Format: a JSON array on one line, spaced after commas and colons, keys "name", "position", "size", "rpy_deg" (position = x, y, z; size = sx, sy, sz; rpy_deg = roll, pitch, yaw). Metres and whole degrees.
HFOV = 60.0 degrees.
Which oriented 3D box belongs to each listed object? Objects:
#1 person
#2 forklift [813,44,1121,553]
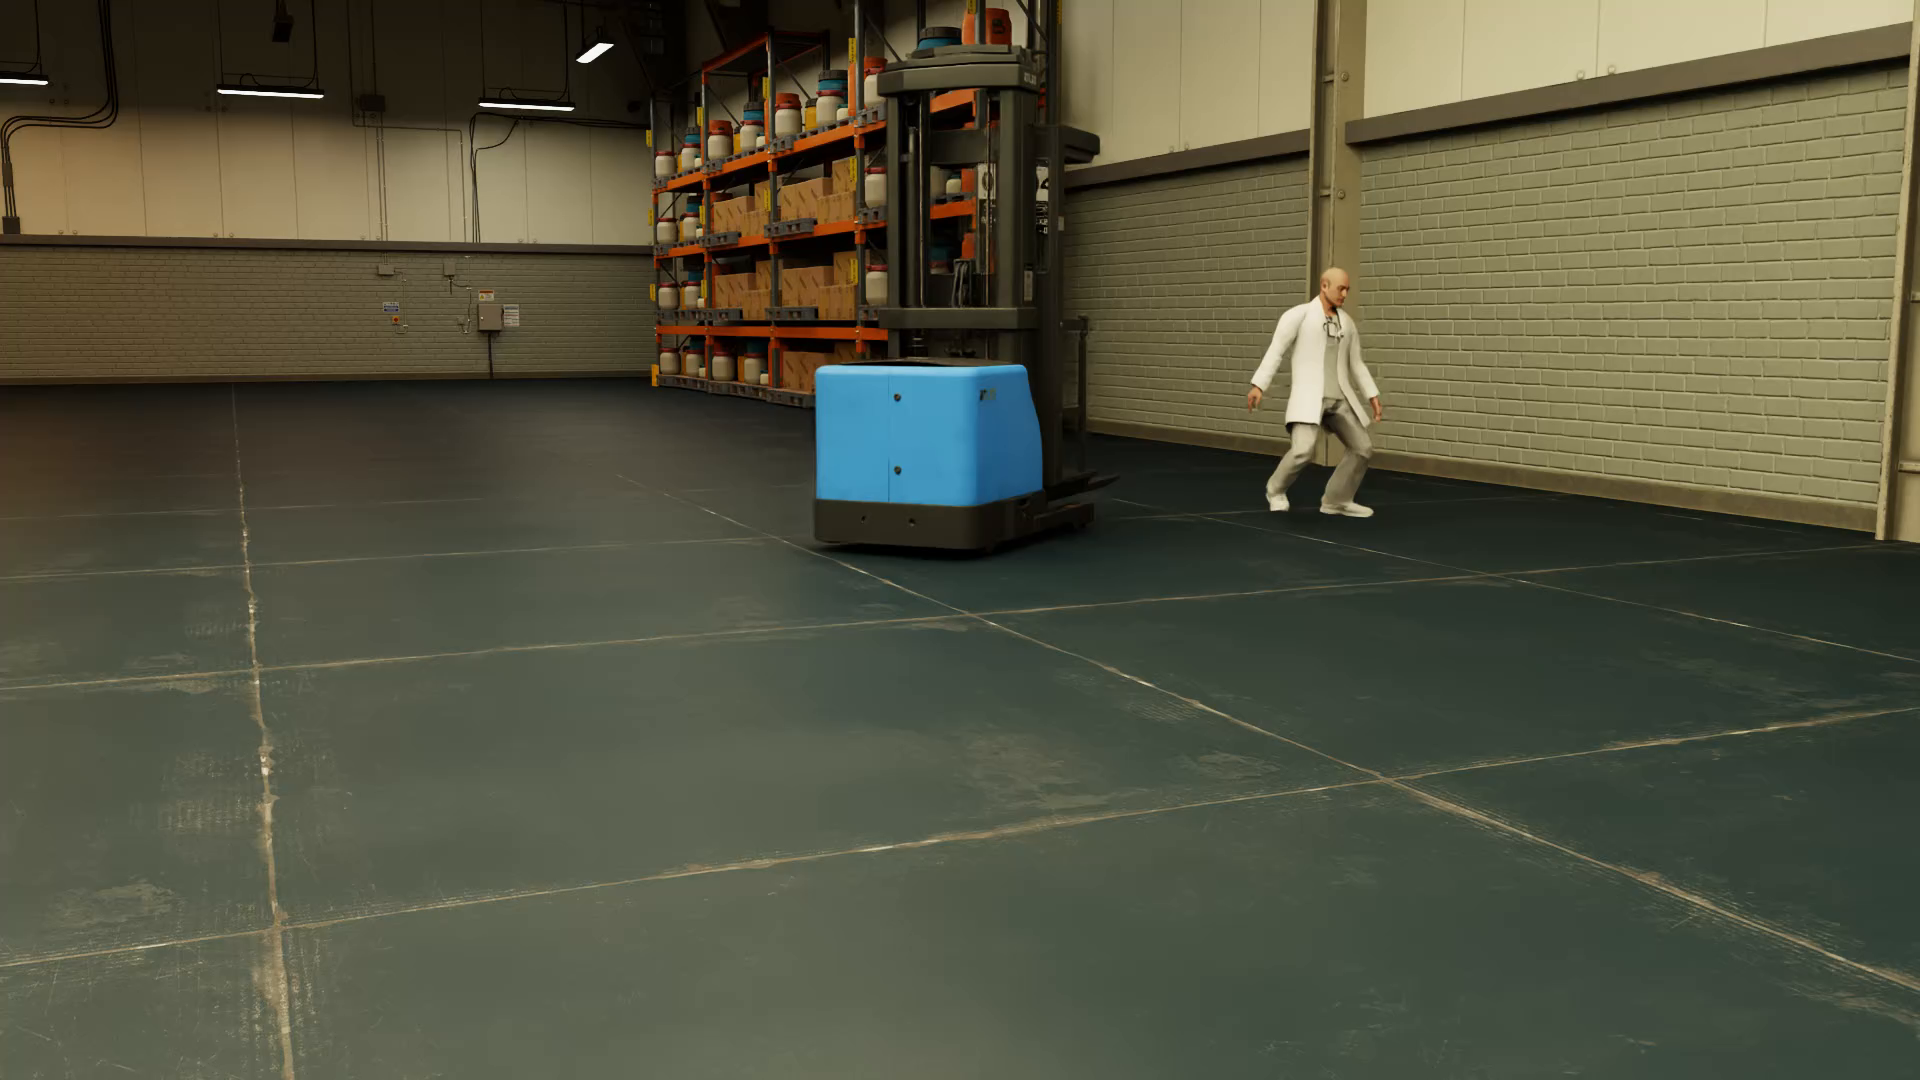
[{"name": "person", "position": [2.396, -0.977, 11.172], "size": [0.942, 1.684, 0.572], "rpy_deg": [-2, 8, -18]}, {"name": "forklift", "position": [0.224, -1.533, 10.567], "size": [1.130, 2.935, 3.031], "rpy_deg": [3, 8, 24]}]
